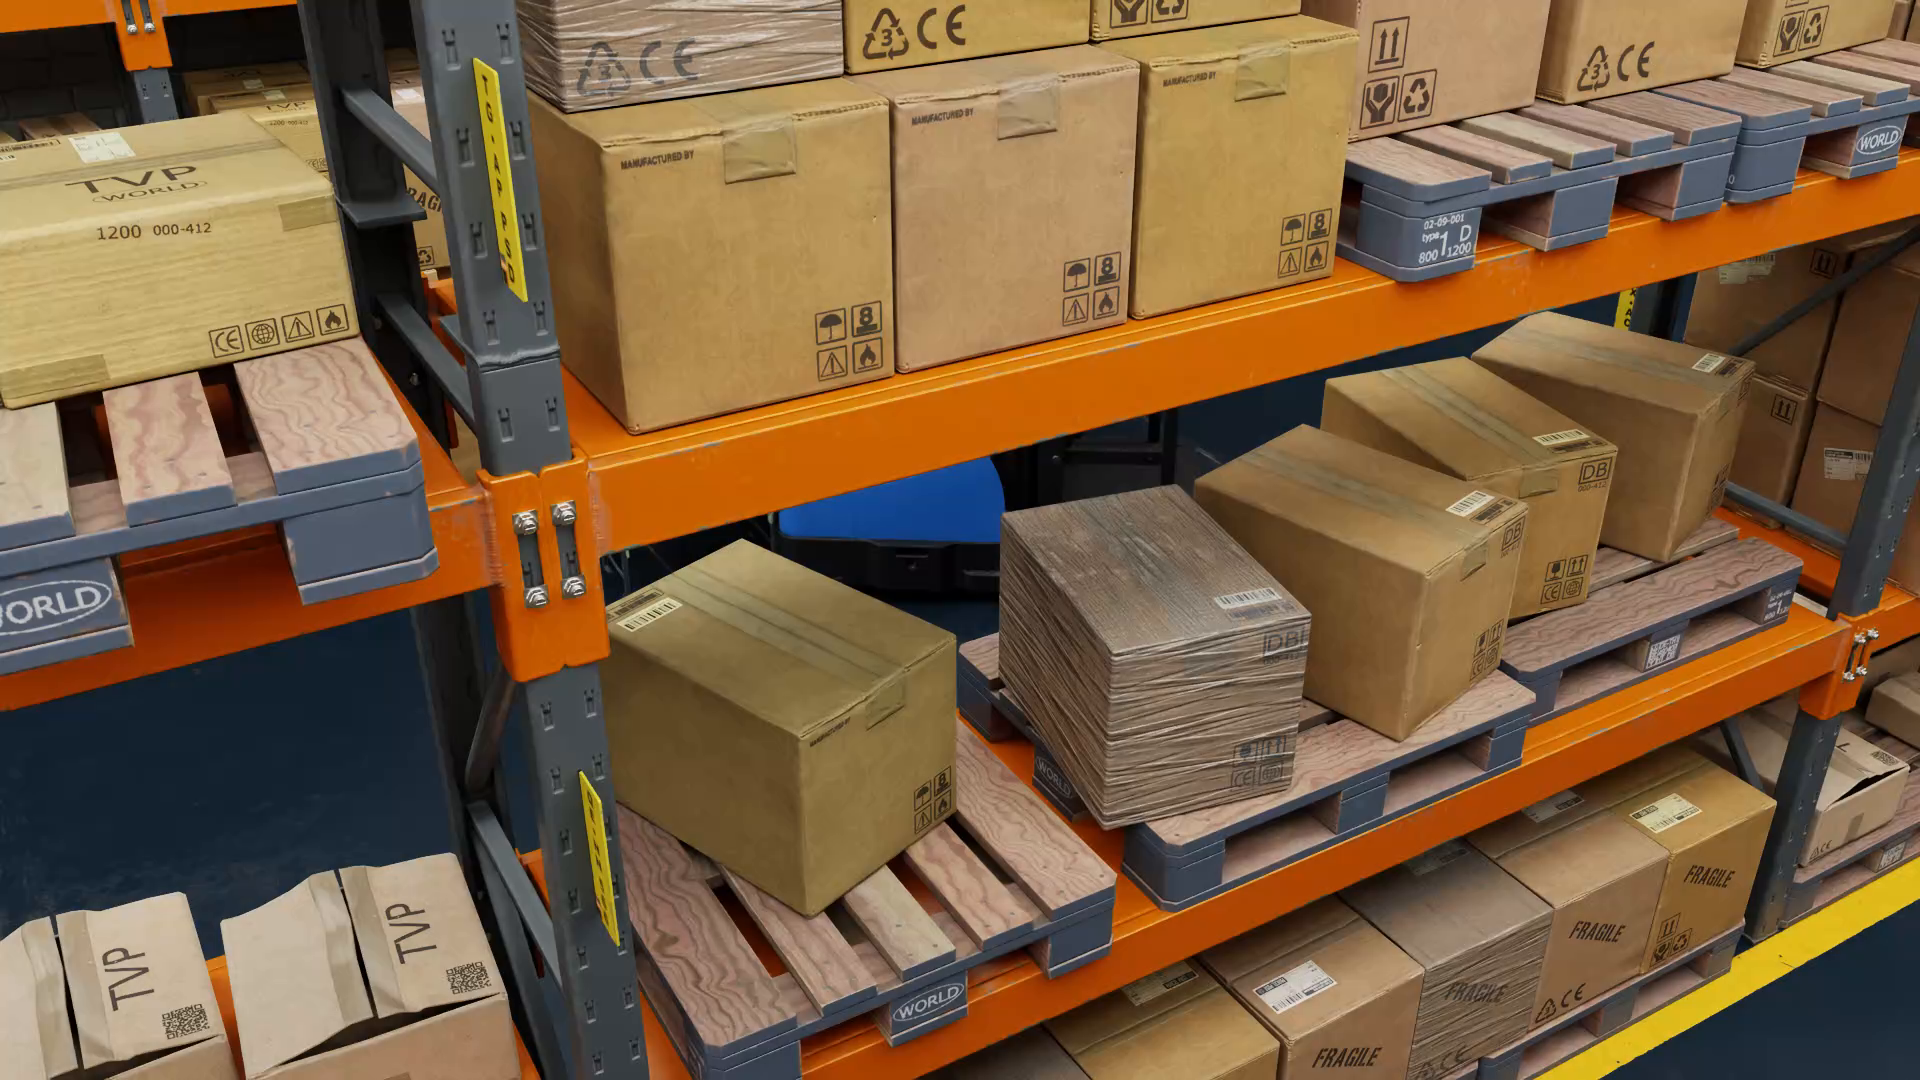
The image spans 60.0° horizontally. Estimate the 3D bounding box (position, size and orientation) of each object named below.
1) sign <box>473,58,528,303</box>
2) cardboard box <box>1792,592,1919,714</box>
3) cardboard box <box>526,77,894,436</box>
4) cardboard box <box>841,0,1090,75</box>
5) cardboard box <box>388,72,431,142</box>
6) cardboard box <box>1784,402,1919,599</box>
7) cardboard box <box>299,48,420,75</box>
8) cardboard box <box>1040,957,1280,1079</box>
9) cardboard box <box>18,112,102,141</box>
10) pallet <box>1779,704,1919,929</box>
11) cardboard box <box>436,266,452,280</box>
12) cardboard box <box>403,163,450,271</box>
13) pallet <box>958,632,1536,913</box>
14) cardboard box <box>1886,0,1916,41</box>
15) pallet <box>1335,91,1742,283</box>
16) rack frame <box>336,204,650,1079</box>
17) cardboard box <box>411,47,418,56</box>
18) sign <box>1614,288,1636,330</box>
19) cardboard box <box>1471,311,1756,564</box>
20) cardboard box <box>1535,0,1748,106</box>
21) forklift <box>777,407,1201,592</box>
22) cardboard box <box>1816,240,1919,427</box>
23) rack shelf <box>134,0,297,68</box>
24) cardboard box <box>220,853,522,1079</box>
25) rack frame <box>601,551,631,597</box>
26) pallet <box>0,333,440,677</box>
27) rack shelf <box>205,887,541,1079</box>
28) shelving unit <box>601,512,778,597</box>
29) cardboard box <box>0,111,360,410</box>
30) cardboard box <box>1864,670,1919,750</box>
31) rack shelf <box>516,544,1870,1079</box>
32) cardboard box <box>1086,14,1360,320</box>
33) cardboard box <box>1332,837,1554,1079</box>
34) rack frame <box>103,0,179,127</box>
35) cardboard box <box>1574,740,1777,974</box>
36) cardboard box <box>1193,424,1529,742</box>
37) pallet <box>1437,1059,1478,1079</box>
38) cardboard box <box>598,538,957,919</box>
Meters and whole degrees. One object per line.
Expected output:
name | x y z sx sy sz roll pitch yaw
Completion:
sign | -0.644 -0.501 2.332 0.005 0.325 0.100 -16 33 -26
cardboard box | 3.525 0.404 6.741 0.500 0.311 0.500 -16 33 -26
cardboard box | -0.559 -0.638 3.094 0.500 0.500 0.910 -16 33 -26
cardboard box | -0.099 -1.184 3.048 0.500 0.500 0.500 -16 33 -26
cardboard box | -2.446 -1.870 7.325 0.500 0.250 0.500 -16 33 -27
cardboard box | 3.108 -0.194 5.394 0.500 0.500 0.500 -15 32 -25
cardboard box | -2.723 -2.078 7.703 0.500 0.250 0.500 -17 33 -28
cardboard box | 0.503 1.498 4.563 0.500 0.500 0.500 -16 33 -27
cardboard box | -3.713 -1.646 6.898 0.250 0.149 0.380 -21 35 -33
pallet | 3.123 0.914 6.376 1.213 0.211 1.003 -16 33 -26
cardboard box | -2.382 -1.306 7.752 0.250 0.149 0.380 -16 33 -27
cardboard box | -2.426 -1.542 7.508 0.500 0.500 0.500 -15 32 -25
pallet | 0.756 0.446 4.536 1.213 0.211 1.003 -16 33 -26
cardboard box | 2.815 -1.617 5.126 0.500 0.250 0.500 -16 33 -26
pallet | 1.040 -0.985 4.020 1.003 0.211 1.213 -16 33 -26
rack frame | -0.918 0.840 3.624 0.127 3.000 1.000 -16 33 -26
cardboard box | -2.279 -2.202 7.928 0.500 0.250 0.500 -17 33 -28
sign | 2.249 -0.742 5.595 0.005 0.325 0.100 -16 33 -26
cardboard box | 2.009 -0.344 5.231 0.700 0.500 0.500 22 36 34
cardboard box | 1.494 -1.458 4.042 0.600 0.600 0.600 -16 33 -27
forklift | 0.686 -1.233 7.451 3.031 2.935 1.130 1 29 3
cardboard box | 3.079 -0.619 5.129 0.500 0.500 0.500 -15 32 -25
rack shelf | -1.707 -2.711 7.697 4.000 0.370 1.077 -16 33 -26
cardboard box | -1.254 0.950 3.517 0.500 0.311 0.500 -14 32 -23
rack frame | -1.624 -0.450 7.513 0.023 1.500 0.400 -14 32 -24
pallet | -1.458 -0.187 2.576 1.003 0.211 1.213 -14 32 -24
rack shelf | -2.643 1.644 2.910 4.000 0.370 1.077 -16 33 -26
shelving unit | -1.300 -0.532 7.662 0.755 1.500 0.431 -14 32 -24
cardboard box | -1.281 -0.457 2.590 0.500 0.250 0.500 -19 34 -30
cardboard box | 3.743 0.680 6.390 0.250 0.166 0.380 -16 33 -26
rack shelf | 0.806 0.665 4.685 4.000 0.370 1.077 -16 33 -26
cardboard box | 0.329 -0.890 3.551 0.500 0.500 0.910 -16 33 -26
cardboard box | 1.387 1.243 5.025 0.500 0.500 0.500 -15 32 -26
rack frame | -3.431 -1.223 7.361 0.127 3.000 1.000 -16 33 -26
cardboard box | 2.250 1.003 5.460 0.500 0.500 0.500 -16 33 -27
cardboard box | 1.039 0.091 4.442 0.700 0.500 0.500 26 38 38
pallet | 0.795 1.597 5.138 1.213 0.211 1.003 -16 33 -26
cardboard box | -0.432 0.411 3.862 0.700 0.500 0.500 22 36 34
